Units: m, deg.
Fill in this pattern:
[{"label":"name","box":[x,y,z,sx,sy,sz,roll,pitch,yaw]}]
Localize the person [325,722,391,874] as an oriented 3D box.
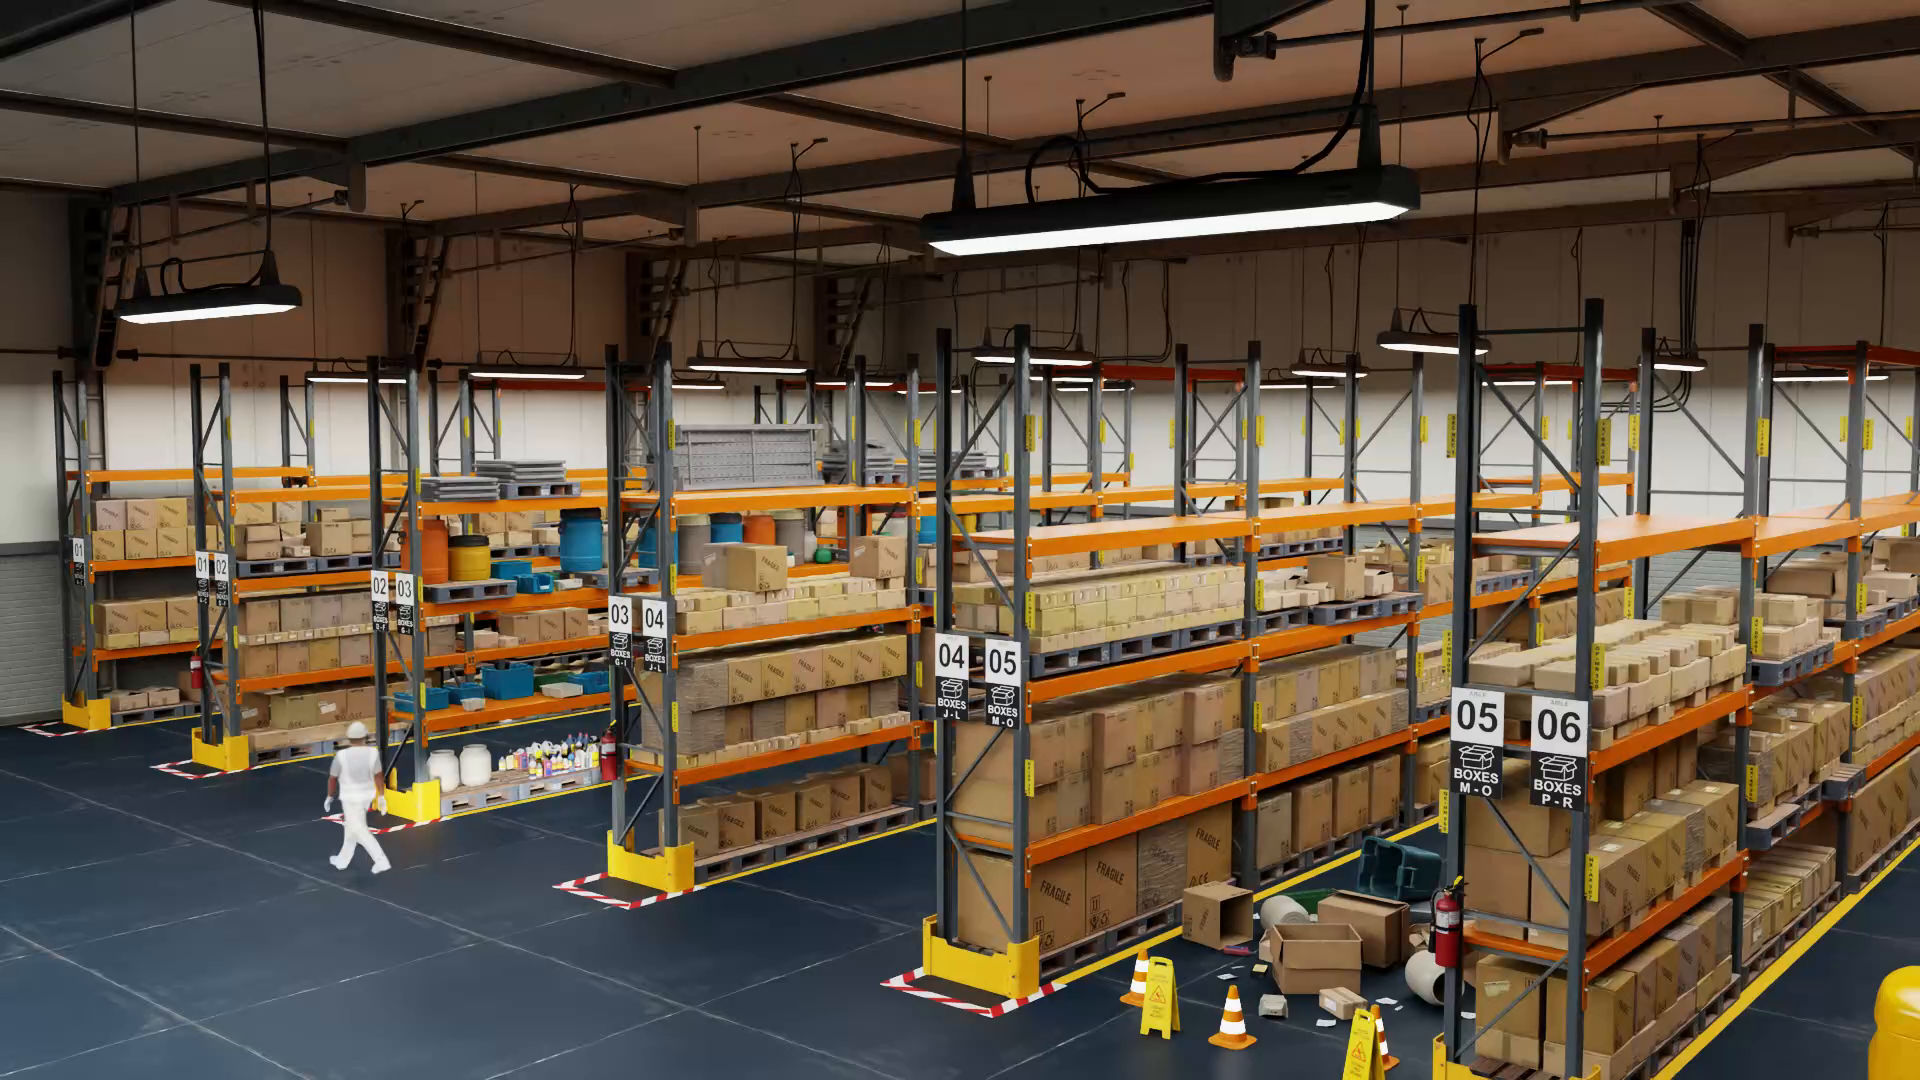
[{"label":"person","box":[-6.864,2.932,18.876,1.052,1.751,0.504,1,4,18]}]
